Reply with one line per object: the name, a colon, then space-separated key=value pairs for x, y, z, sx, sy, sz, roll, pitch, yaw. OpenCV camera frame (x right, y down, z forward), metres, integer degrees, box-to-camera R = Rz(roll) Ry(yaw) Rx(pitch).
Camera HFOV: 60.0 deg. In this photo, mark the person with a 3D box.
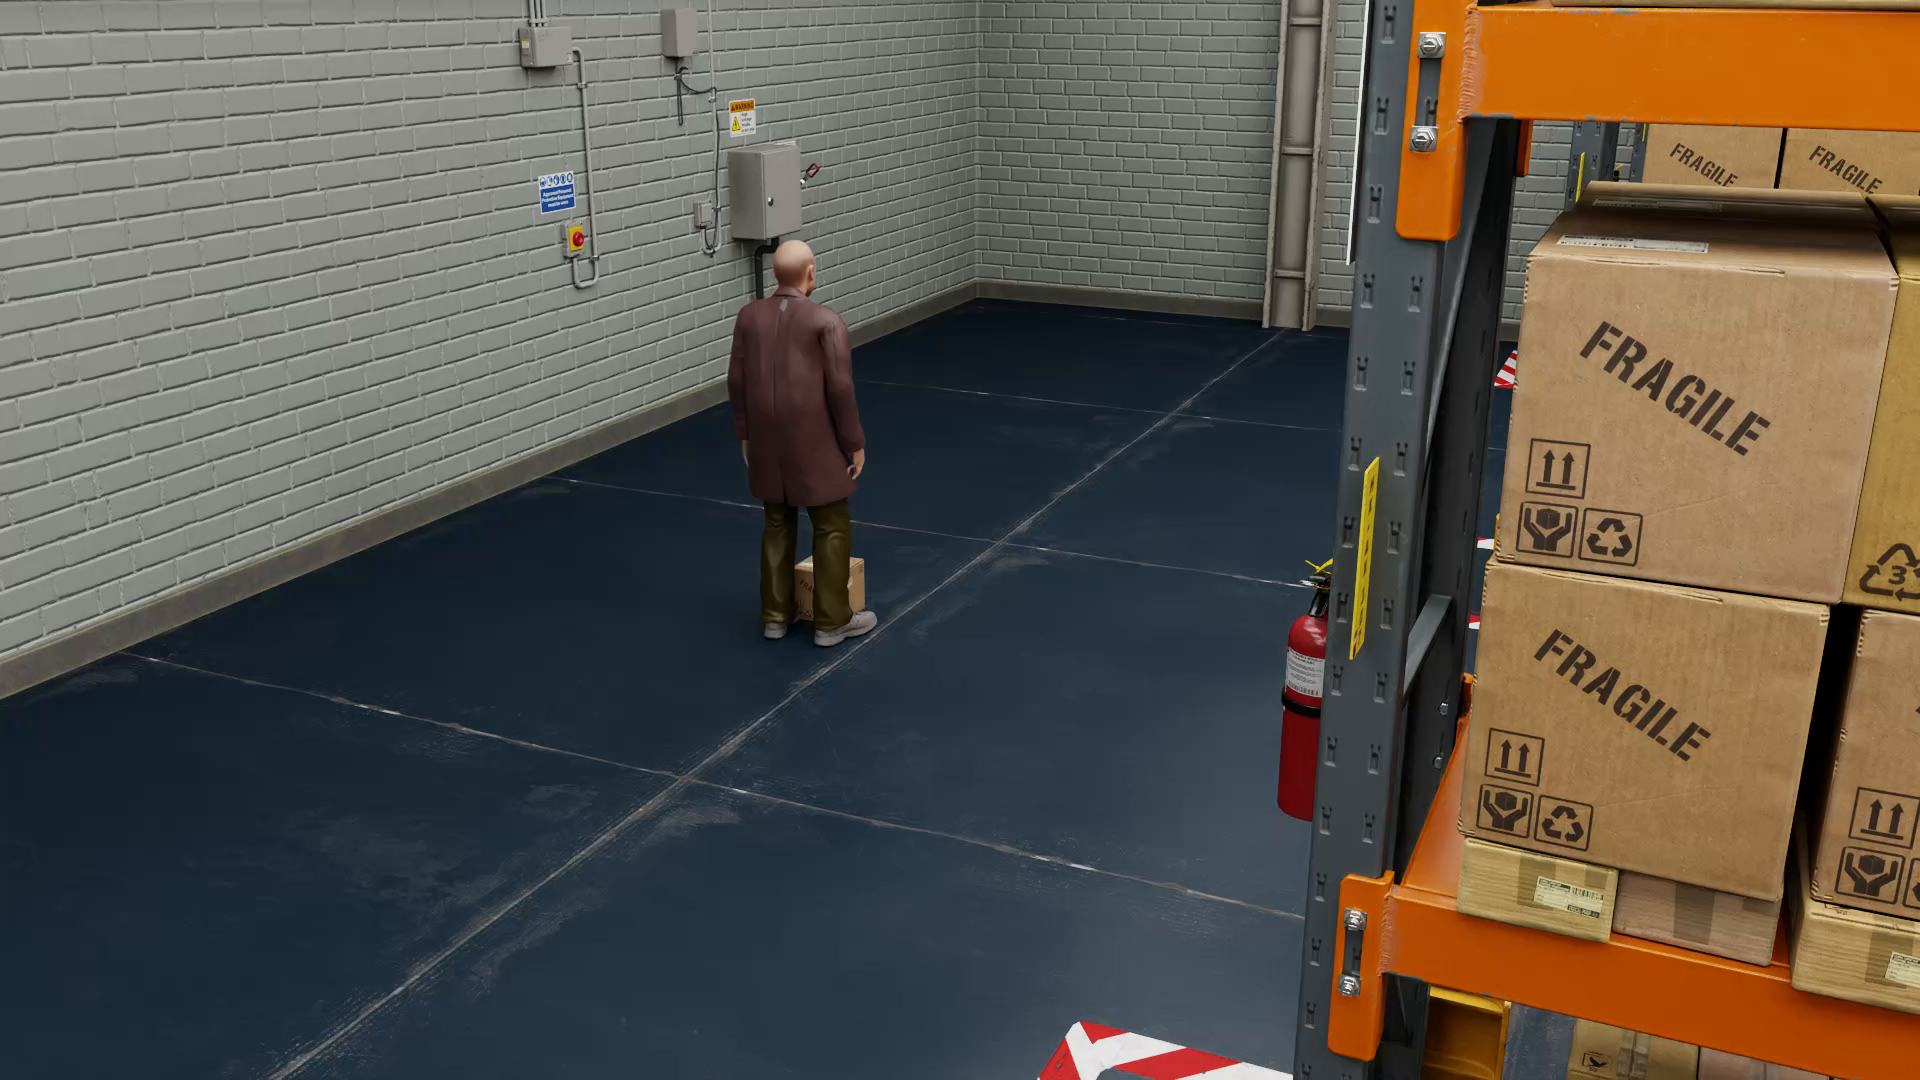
person: x=-0.711 y=-0.422 z=7.330 sx=0.644 sy=1.774 sz=0.420 roll=8 pitch=20 yaw=23
